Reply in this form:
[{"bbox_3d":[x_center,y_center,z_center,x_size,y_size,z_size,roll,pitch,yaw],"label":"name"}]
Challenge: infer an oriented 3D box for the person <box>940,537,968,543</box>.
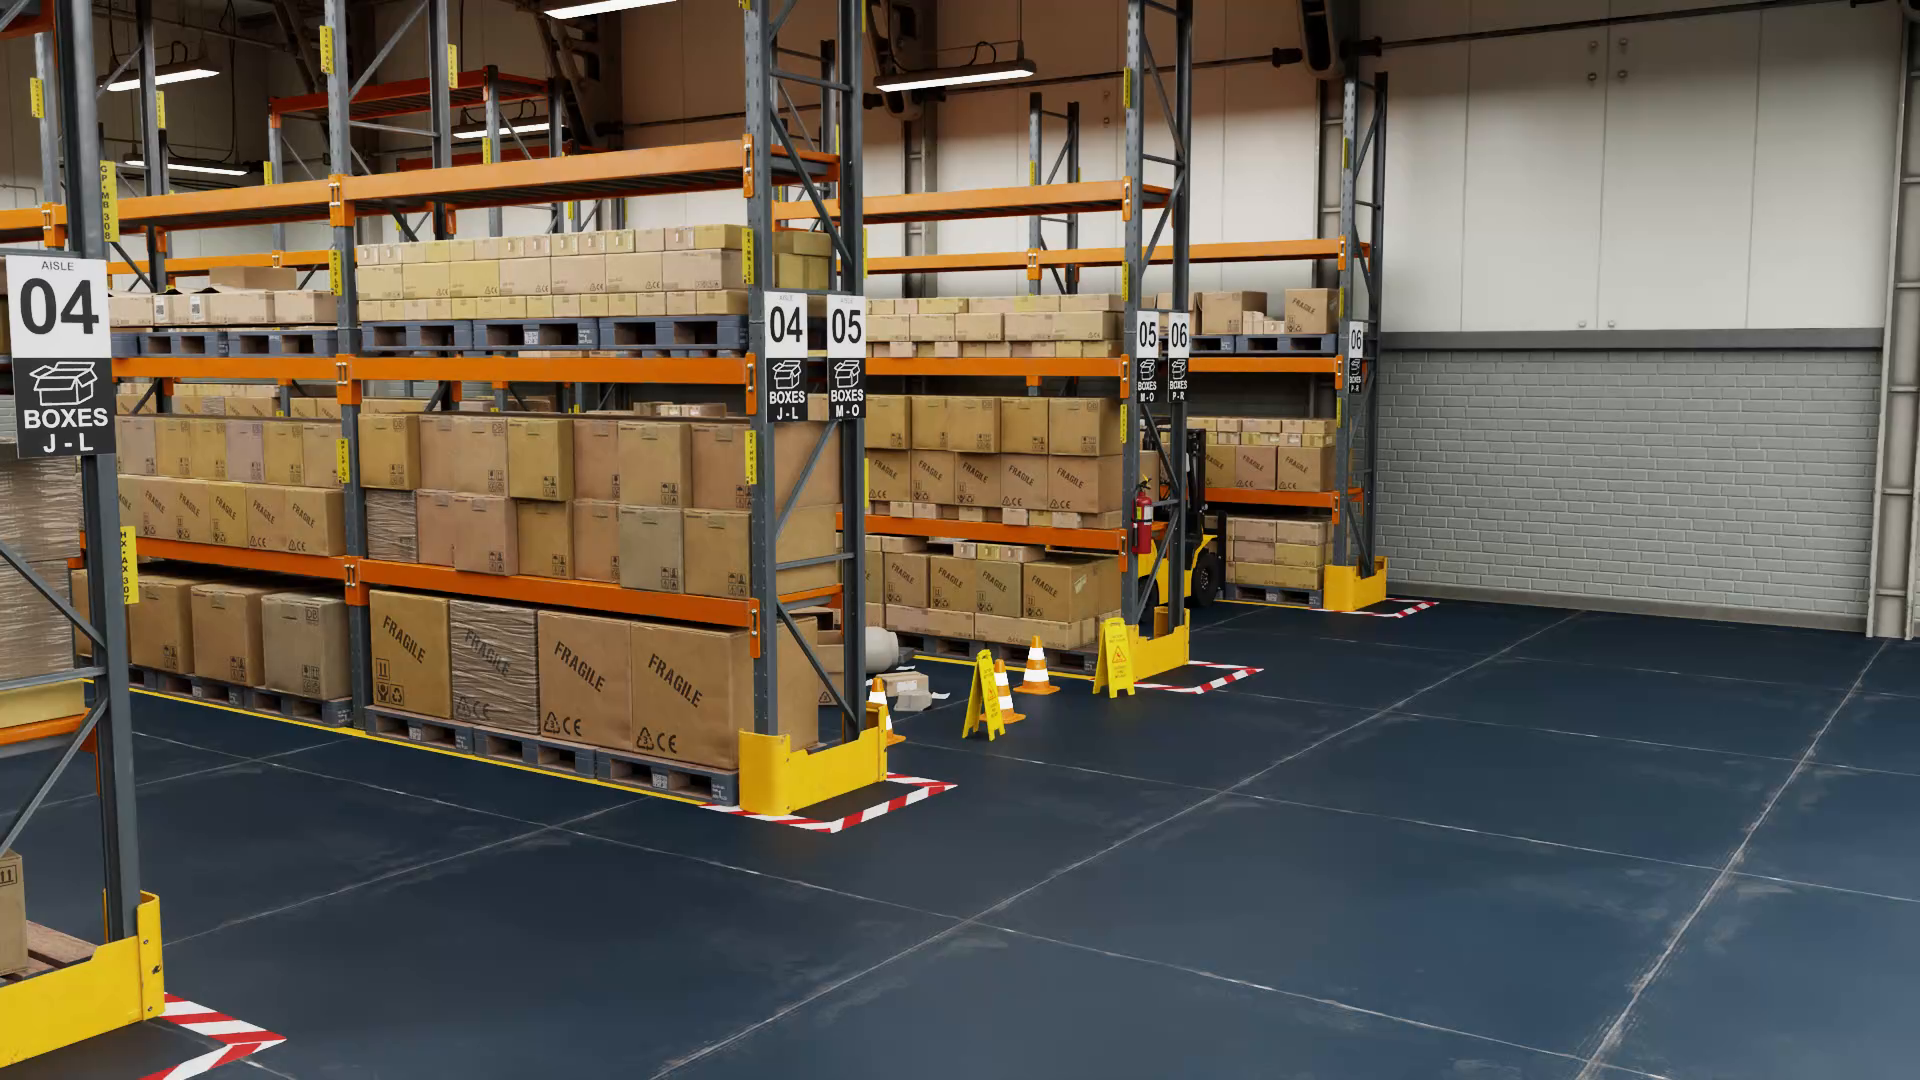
[{"bbox_3d":[0.028,0.246,18.437,0.578,1.099,0.928,4,7,33],"label":"person"}]
